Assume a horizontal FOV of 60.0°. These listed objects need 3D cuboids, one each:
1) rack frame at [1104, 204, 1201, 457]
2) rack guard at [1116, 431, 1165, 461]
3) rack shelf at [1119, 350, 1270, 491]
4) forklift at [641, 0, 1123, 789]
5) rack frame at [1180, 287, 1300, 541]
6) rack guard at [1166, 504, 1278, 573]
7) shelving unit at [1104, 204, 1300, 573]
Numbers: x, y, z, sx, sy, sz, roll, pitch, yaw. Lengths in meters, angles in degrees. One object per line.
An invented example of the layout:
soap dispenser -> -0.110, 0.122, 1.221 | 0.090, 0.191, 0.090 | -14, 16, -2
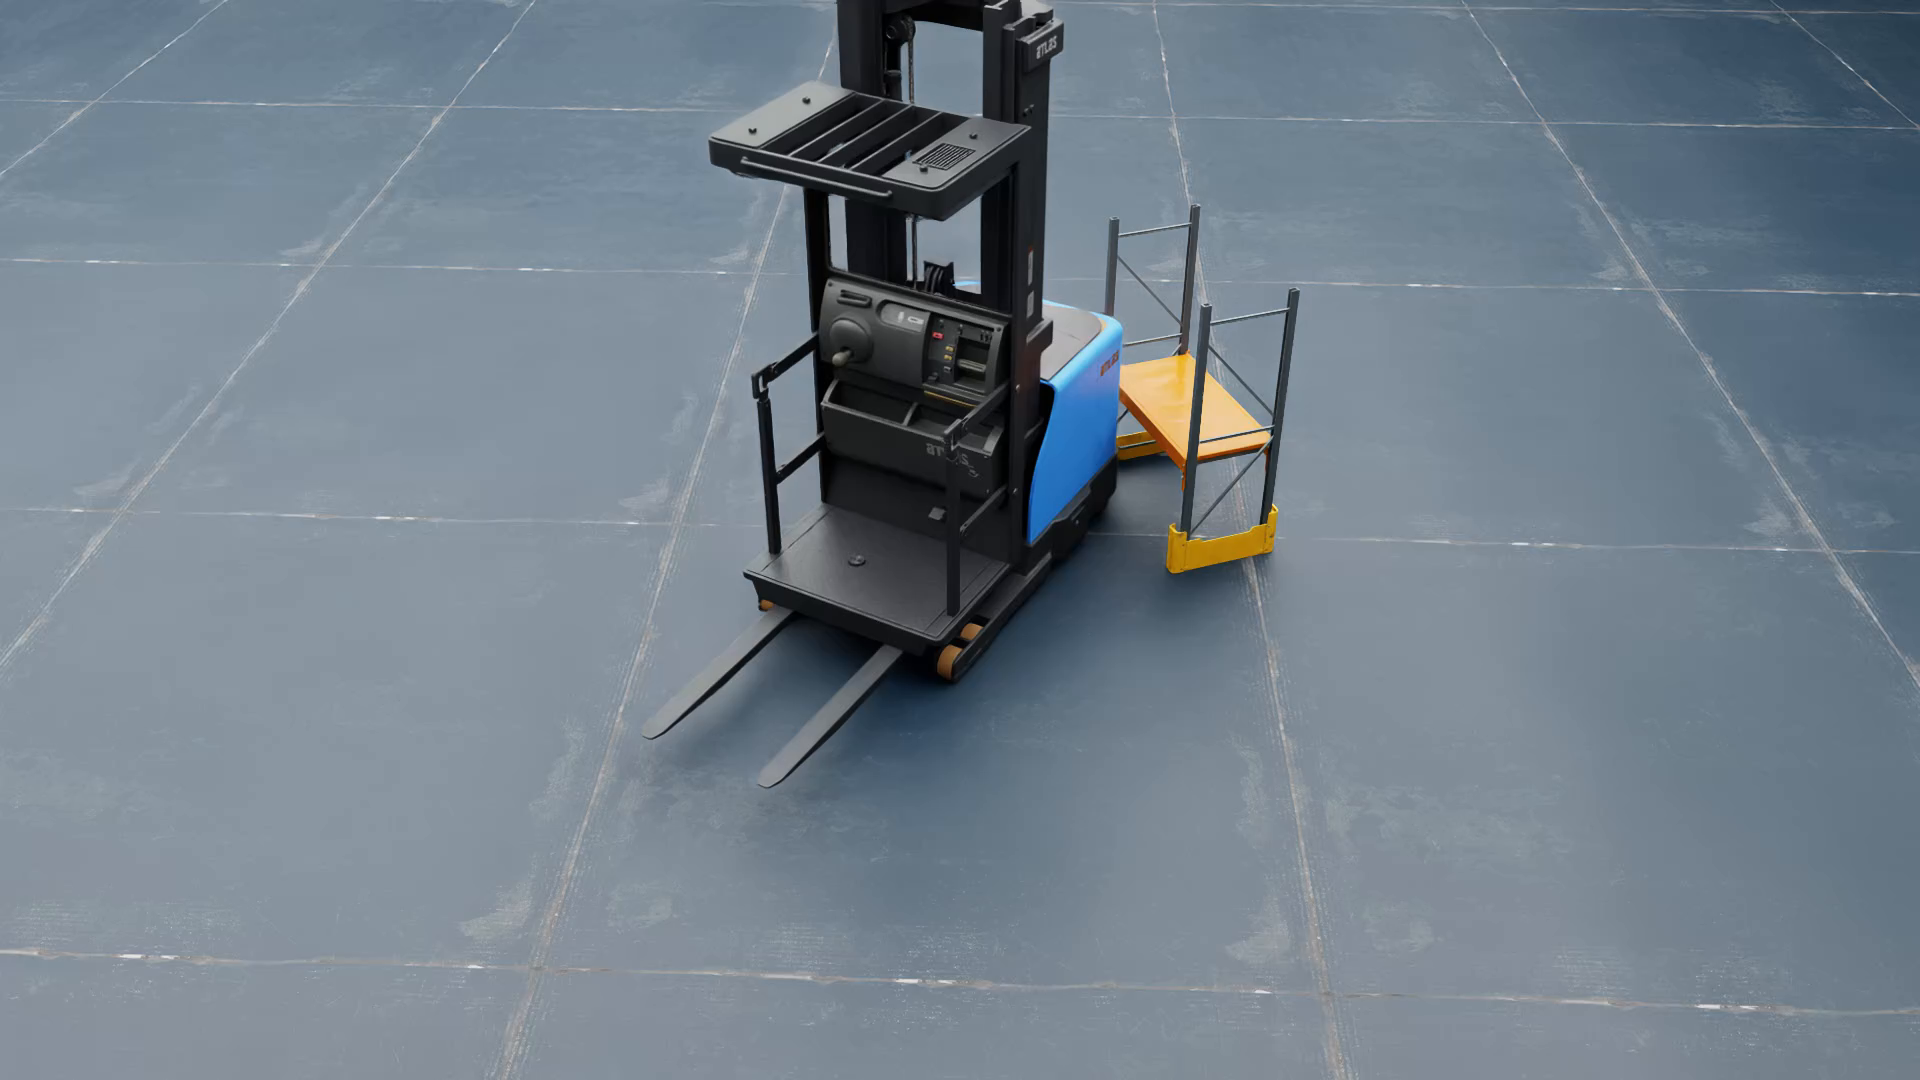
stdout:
rack frame -> 0.995, -1.059, 8.898 | 0.500, 1.500, 0.032 | -12, 37, -16
rack guard -> 0.995, -0.547, 9.256 | 0.587, 0.250, 0.087 | -12, 37, -16
rack shelf -> 1.170, -0.637, 8.611 | 0.538, 0.185, 1.000 | -12, 37, -16
forklift -> -0.329, -0.843, 7.346 | 1.130, 2.935, 3.031 | 18, 39, 24
rack frame -> 1.344, -0.510, 8.117 | 0.500, 1.500, 0.032 | -12, 37, -16
rack guard -> 1.338, -0.009, 8.491 | 0.587, 0.250, 0.087 | -12, 37, -16
shelving unit -> 1.166, -0.789, 8.514 | 0.587, 1.500, 1.083 | -12, 37, -16
